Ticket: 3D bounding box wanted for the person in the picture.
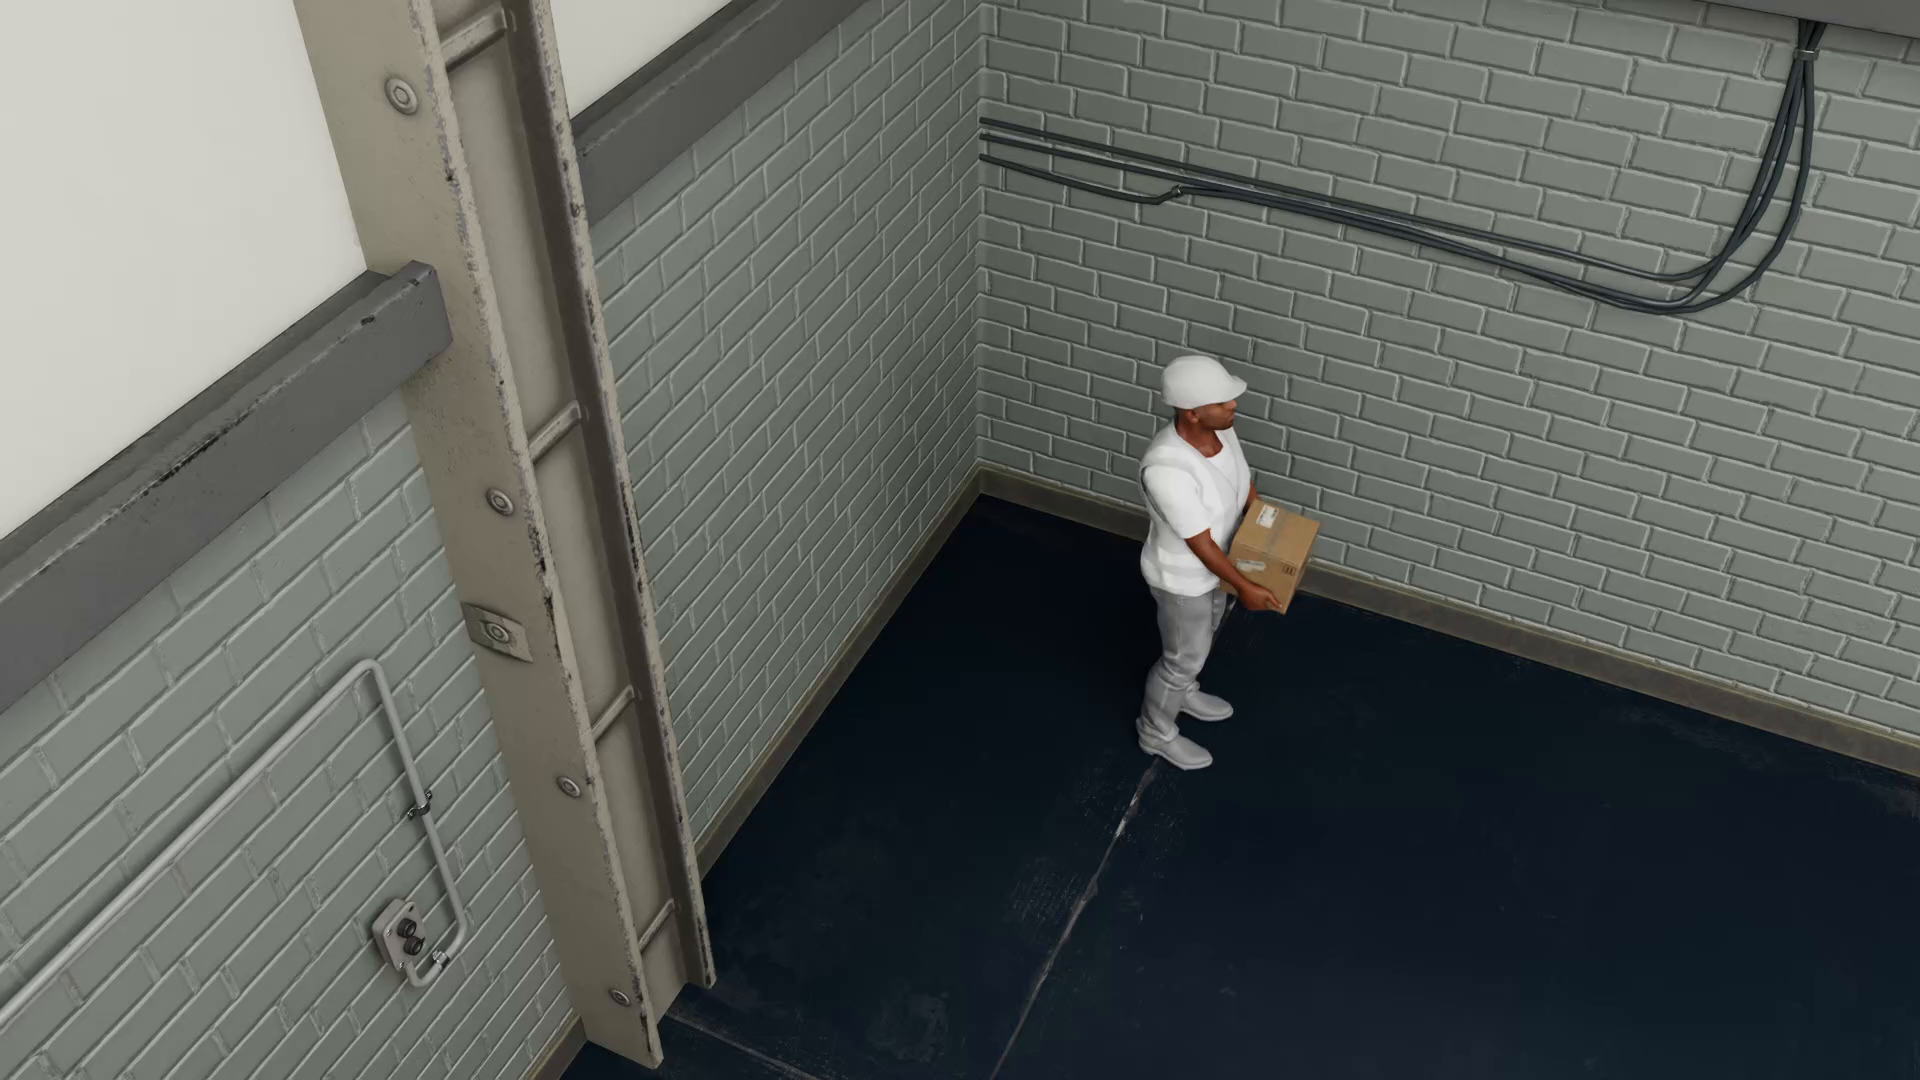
[{"bbox_3d":[0.936,0.104,6.070,0.575,1.767,0.510,17,45,18],"label":"person"}]
